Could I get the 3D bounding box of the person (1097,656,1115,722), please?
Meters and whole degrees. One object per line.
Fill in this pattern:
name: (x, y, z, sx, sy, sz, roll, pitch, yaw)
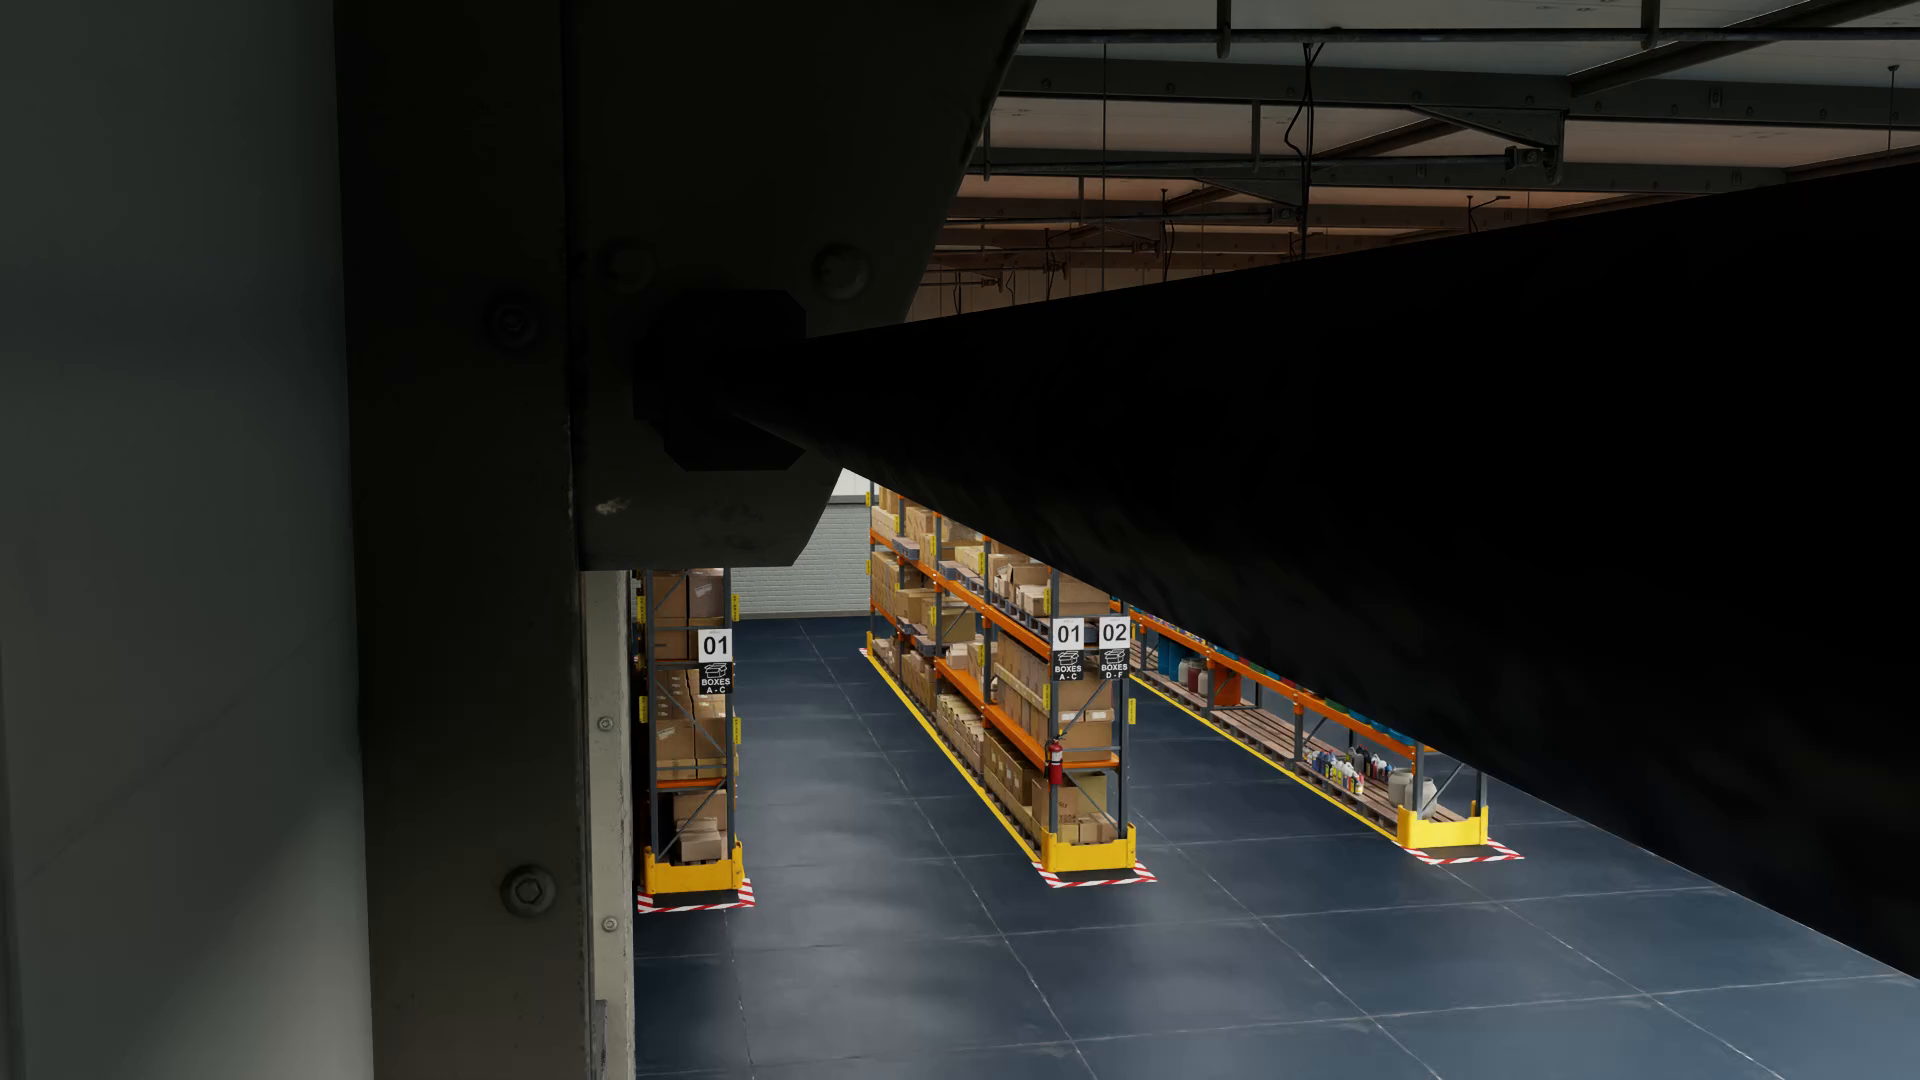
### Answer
person: (2.610, 2.423, 29.654, 0.444, 1.664, 0.482, -5, 8, -41)
